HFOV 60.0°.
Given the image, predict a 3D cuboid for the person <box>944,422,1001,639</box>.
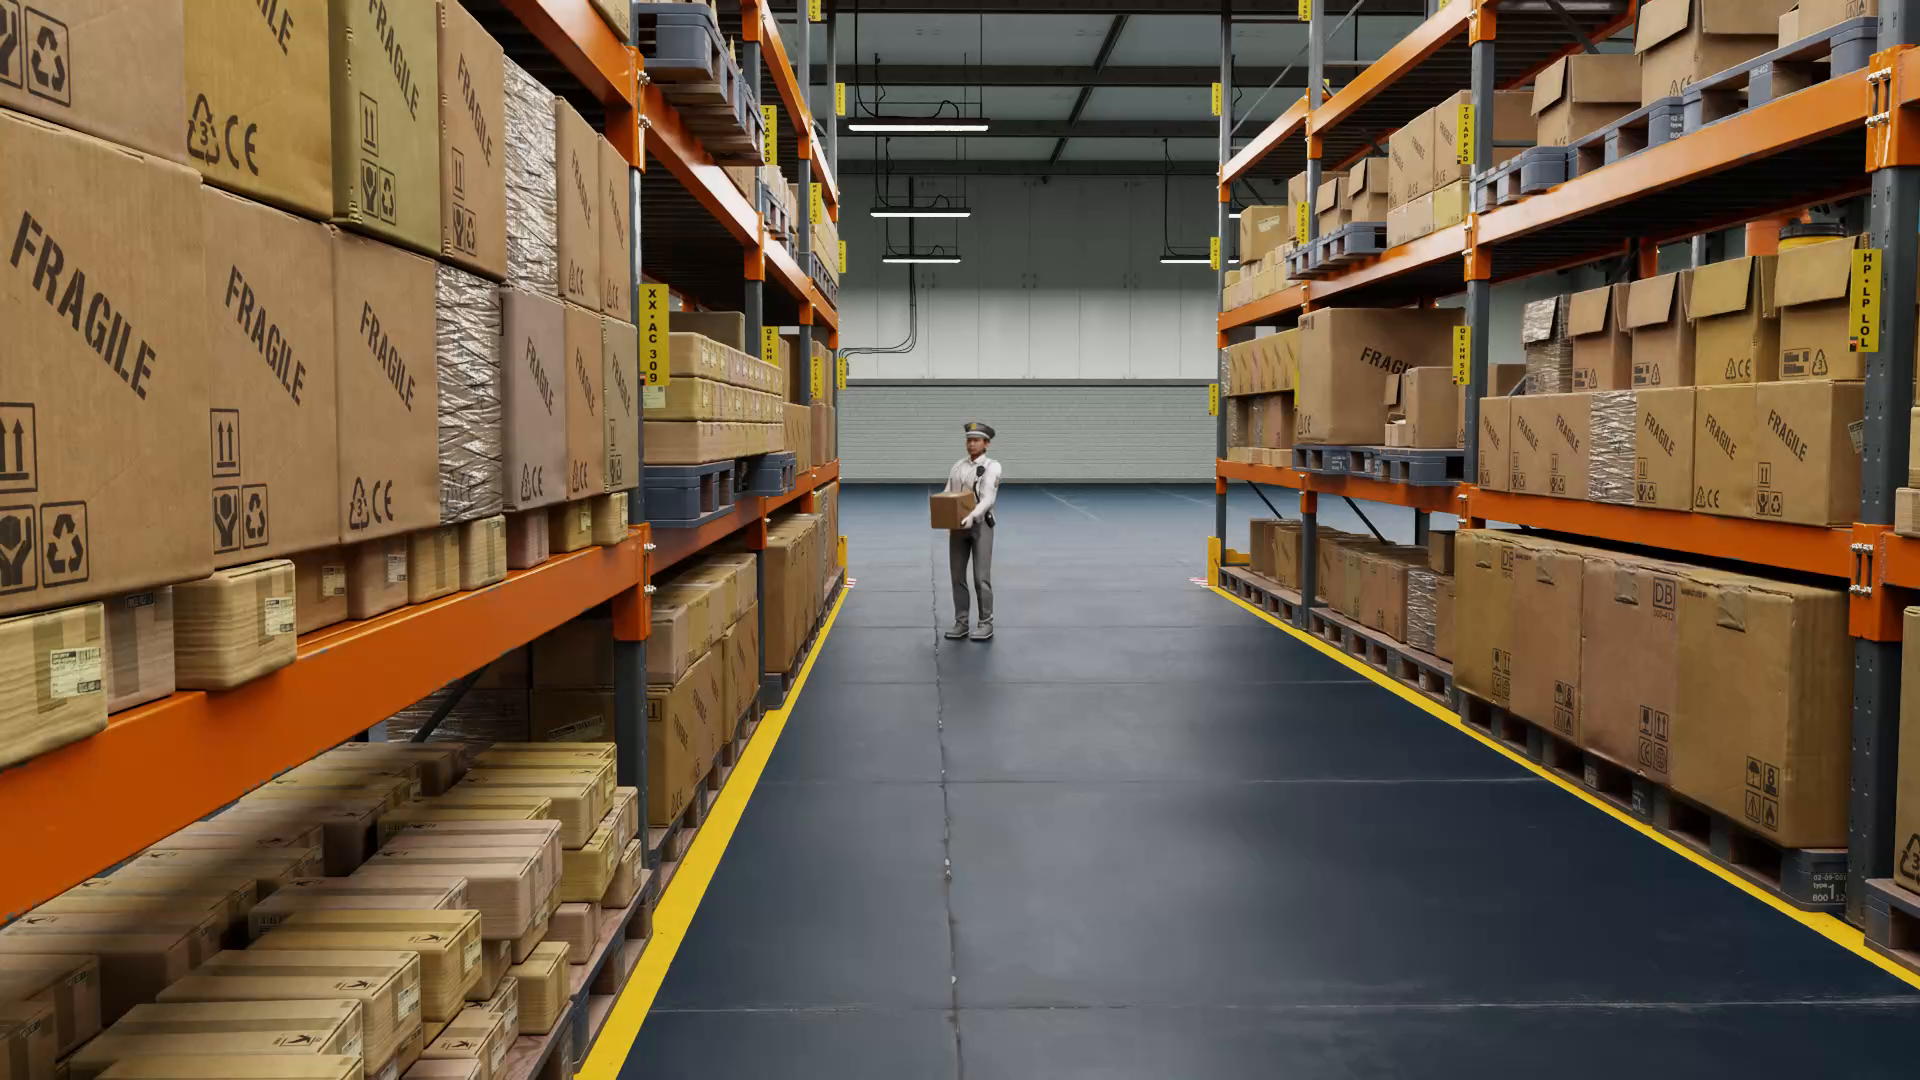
[{"bbox_3d":[0.053,-0.075,12.929,0.459,1.686,0.562,2,5,33],"label":"person"}]
